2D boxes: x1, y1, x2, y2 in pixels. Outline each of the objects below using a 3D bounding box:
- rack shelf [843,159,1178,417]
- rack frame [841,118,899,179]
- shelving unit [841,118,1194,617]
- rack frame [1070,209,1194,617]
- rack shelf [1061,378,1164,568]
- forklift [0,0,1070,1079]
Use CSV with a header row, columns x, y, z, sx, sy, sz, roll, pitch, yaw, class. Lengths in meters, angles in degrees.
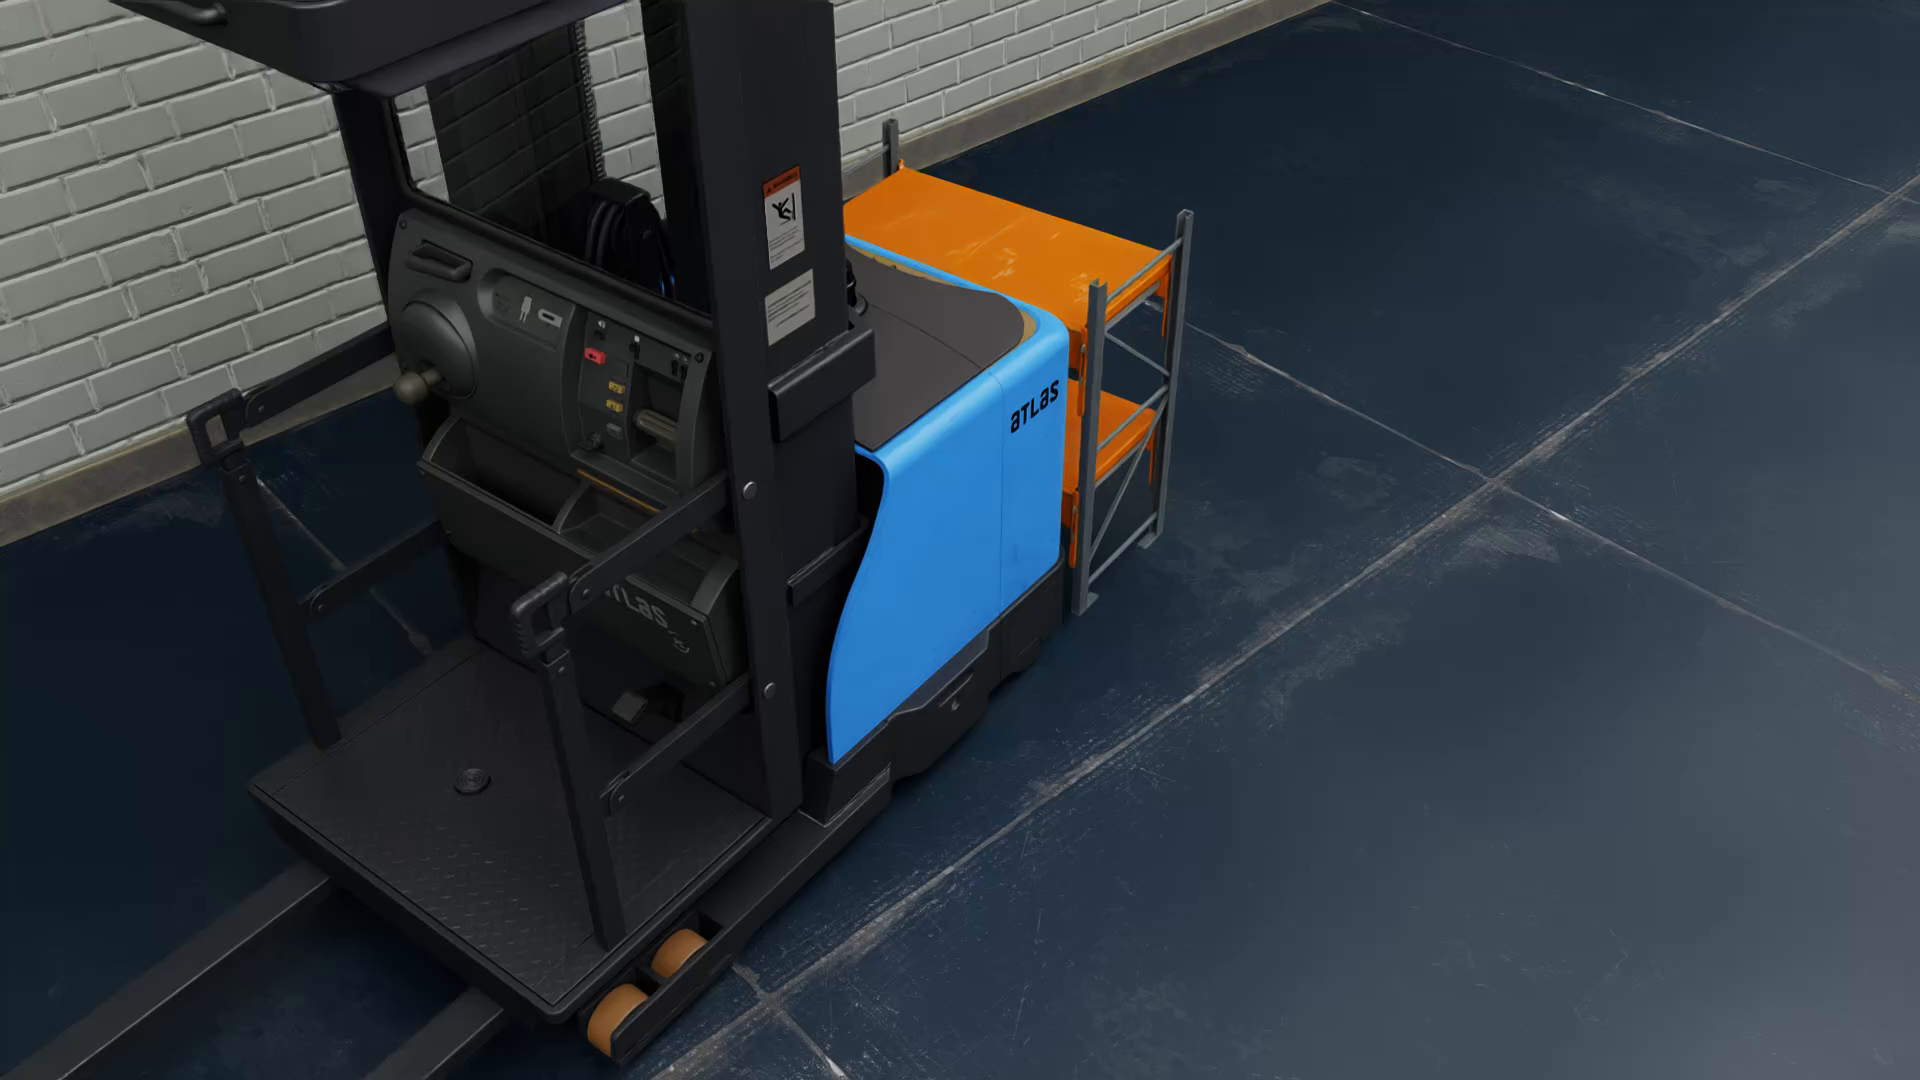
x,y,z,sx,sy,sz,roll,pitch,yaw,class
0.073,-0.755,4.823,1.000,0.278,0.538,24,45,27,rack shelf
-0.343,-0.711,5.235,0.032,1.125,0.500,24,45,27,rack frame
0.073,-0.527,5.007,1.048,1.125,0.538,24,45,27,shelving unit
0.488,-0.343,4.779,0.032,1.125,0.500,24,45,27,rack frame
0.073,-0.337,5.161,1.000,0.278,0.538,24,45,27,rack shelf
-0.990,-0.313,3.305,1.130,2.935,3.031,25,45,28,forklift
